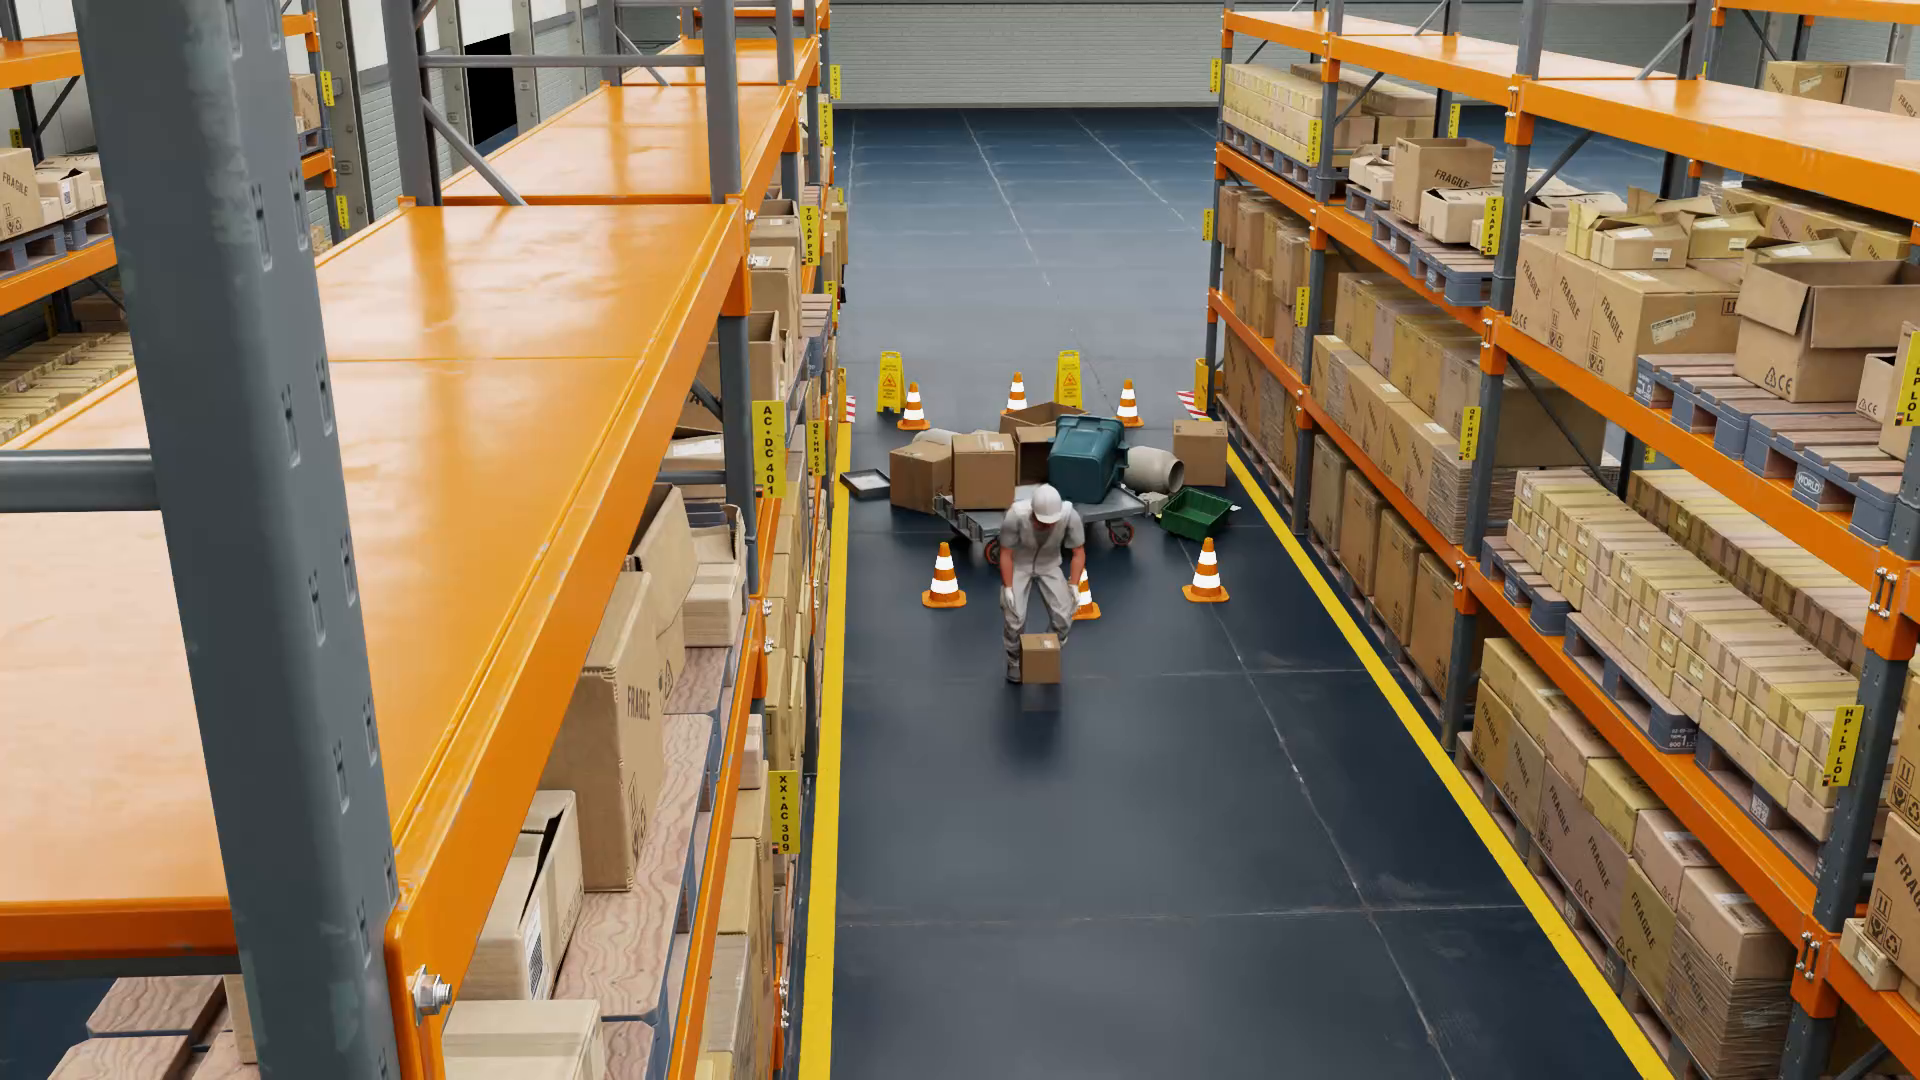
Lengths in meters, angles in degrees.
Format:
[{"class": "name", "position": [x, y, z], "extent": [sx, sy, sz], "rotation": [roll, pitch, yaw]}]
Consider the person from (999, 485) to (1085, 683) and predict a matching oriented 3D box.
[{"class": "person", "position": [0.551, 0.259, 11.295], "extent": [0.582, 1.472, 0.730], "rotation": [-1, 20, -3]}]
